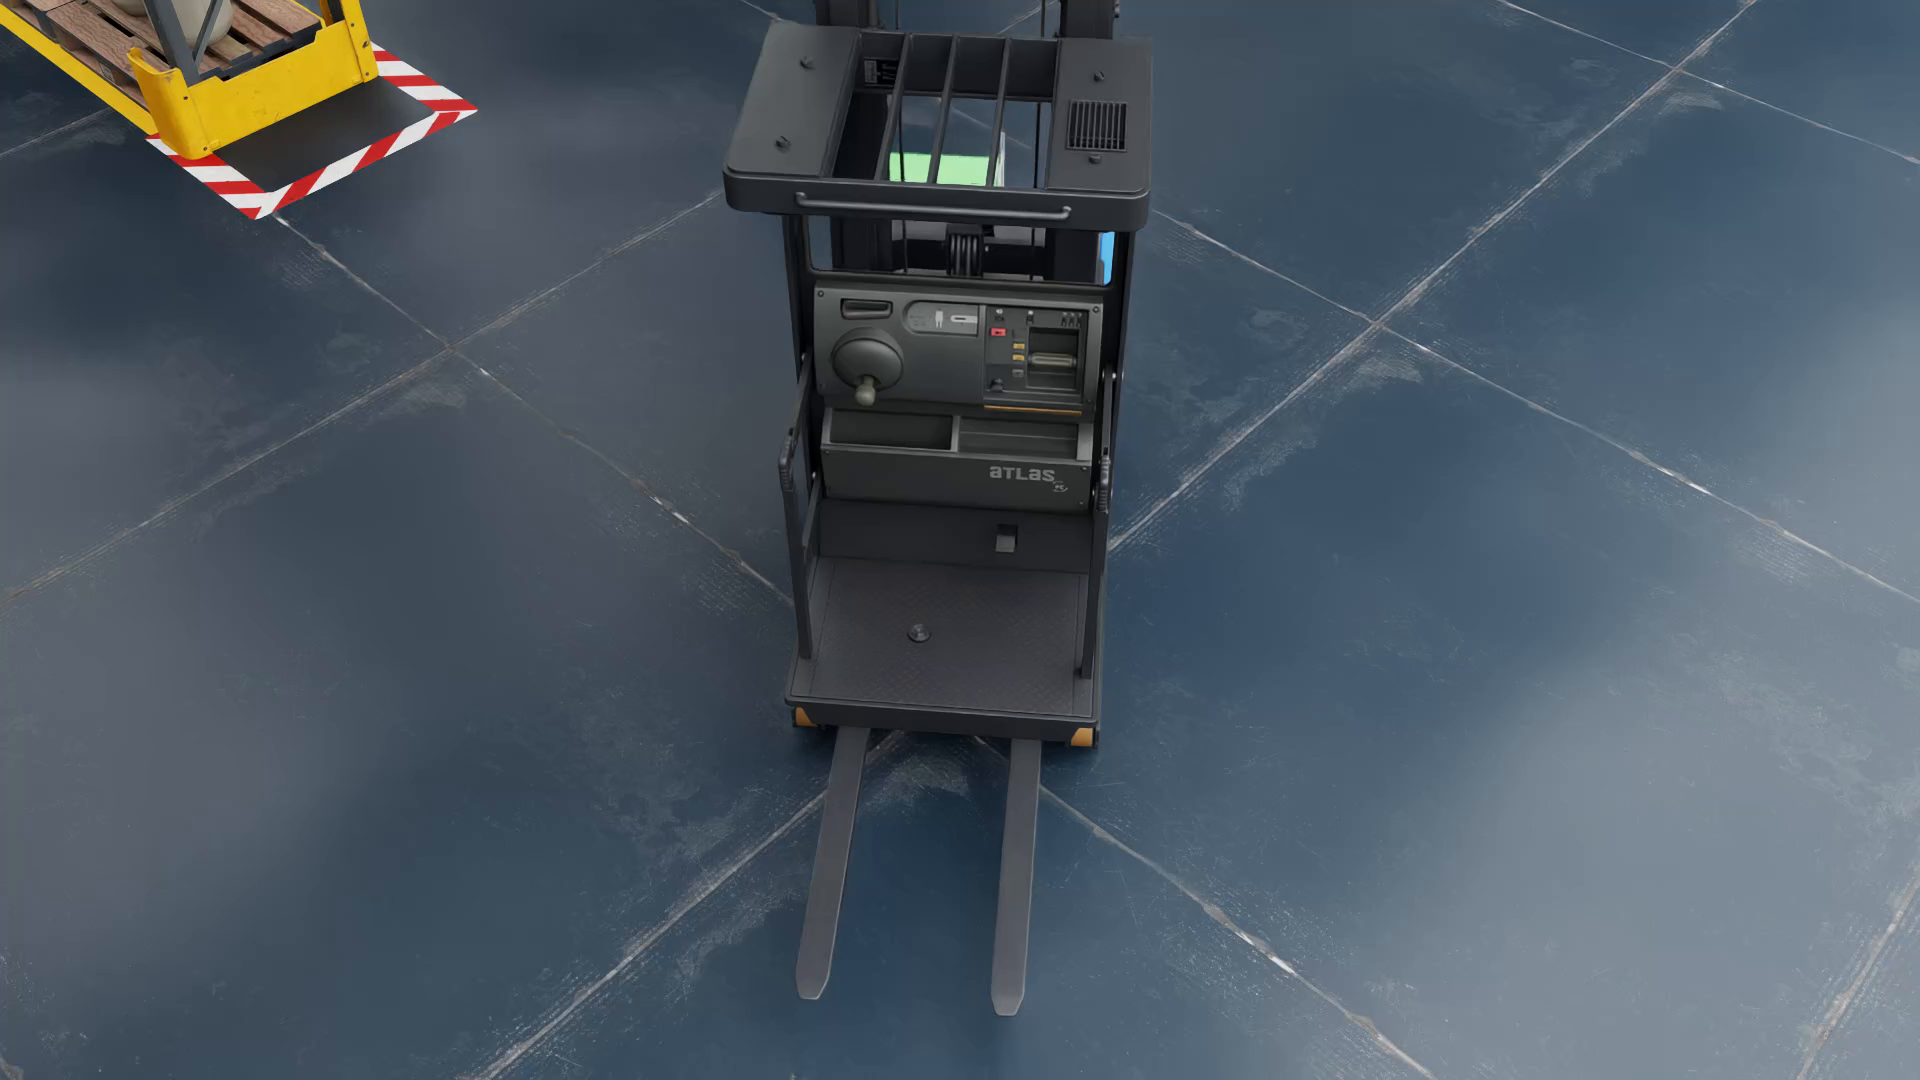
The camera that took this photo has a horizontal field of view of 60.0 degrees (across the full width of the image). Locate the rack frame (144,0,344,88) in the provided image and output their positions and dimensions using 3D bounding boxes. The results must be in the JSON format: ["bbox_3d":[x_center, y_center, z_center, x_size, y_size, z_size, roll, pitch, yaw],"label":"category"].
[{"bbox_3d":[-3.610,-3.355,7.843,0.127,3.000,1.000,34,55,28],"label":"rack frame"}]

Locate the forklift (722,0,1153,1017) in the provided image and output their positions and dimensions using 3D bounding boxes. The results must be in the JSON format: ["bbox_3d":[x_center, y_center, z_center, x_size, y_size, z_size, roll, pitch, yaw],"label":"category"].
[{"bbox_3d":[-0.026,-0.517,5.225,1.130,2.935,3.031,4,47,4],"label":"forklift"}]

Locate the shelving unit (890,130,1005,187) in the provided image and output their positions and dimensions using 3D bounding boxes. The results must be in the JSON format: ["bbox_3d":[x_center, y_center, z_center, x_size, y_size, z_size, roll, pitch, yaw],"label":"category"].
[{"bbox_3d":[-0.080,-1.148,7.003,0.503,1.200,0.258,3,46,3],"label":"shelving unit"}]

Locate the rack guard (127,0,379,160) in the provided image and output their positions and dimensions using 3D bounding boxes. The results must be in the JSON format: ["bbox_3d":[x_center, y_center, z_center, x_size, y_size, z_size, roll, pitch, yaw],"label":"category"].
[{"bbox_3d":[-3.697,-2.512,8.766,0.348,0.500,1.175,34,55,28],"label":"rack guard"}]

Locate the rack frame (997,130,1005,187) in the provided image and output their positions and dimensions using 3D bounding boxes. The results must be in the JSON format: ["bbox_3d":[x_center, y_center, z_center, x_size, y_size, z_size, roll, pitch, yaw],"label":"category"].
[{"bbox_3d":[0.163,-1.134,6.989,0.015,1.200,0.240,3,46,3],"label":"rack frame"}]

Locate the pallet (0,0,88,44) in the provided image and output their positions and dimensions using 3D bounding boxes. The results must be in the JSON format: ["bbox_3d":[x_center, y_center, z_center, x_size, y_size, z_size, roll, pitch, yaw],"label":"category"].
[{"bbox_3d":[-5.183,-3.421,9.817,1.213,0.211,1.003,34,55,28],"label":"pallet"}]

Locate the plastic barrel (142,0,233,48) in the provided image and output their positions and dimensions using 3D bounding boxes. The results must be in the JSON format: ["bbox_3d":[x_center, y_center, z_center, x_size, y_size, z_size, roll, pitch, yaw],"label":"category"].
[{"bbox_3d":[-4.145,-2.932,8.864,0.421,0.512,0.421,0,47,0],"label":"plastic barrel"}]

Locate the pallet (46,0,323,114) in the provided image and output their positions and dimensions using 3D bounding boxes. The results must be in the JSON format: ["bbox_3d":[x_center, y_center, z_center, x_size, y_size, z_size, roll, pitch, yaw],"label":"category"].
[{"bbox_3d":[-4.291,-2.818,9.251,1.213,0.211,1.003,34,55,28],"label":"pallet"}]

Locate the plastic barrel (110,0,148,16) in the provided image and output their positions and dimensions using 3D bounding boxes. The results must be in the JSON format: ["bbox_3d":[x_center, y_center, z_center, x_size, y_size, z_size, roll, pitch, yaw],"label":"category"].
[{"bbox_3d":[-4.513,-3.180,9.097,0.421,0.512,0.421,0,47,0],"label":"plastic barrel"}]

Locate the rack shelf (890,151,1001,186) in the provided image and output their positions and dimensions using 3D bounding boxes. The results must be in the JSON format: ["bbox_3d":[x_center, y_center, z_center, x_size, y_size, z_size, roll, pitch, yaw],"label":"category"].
[{"bbox_3d":[-0.080,-1.437,6.703,0.480,0.148,0.258,3,46,3],"label":"rack shelf"}]
